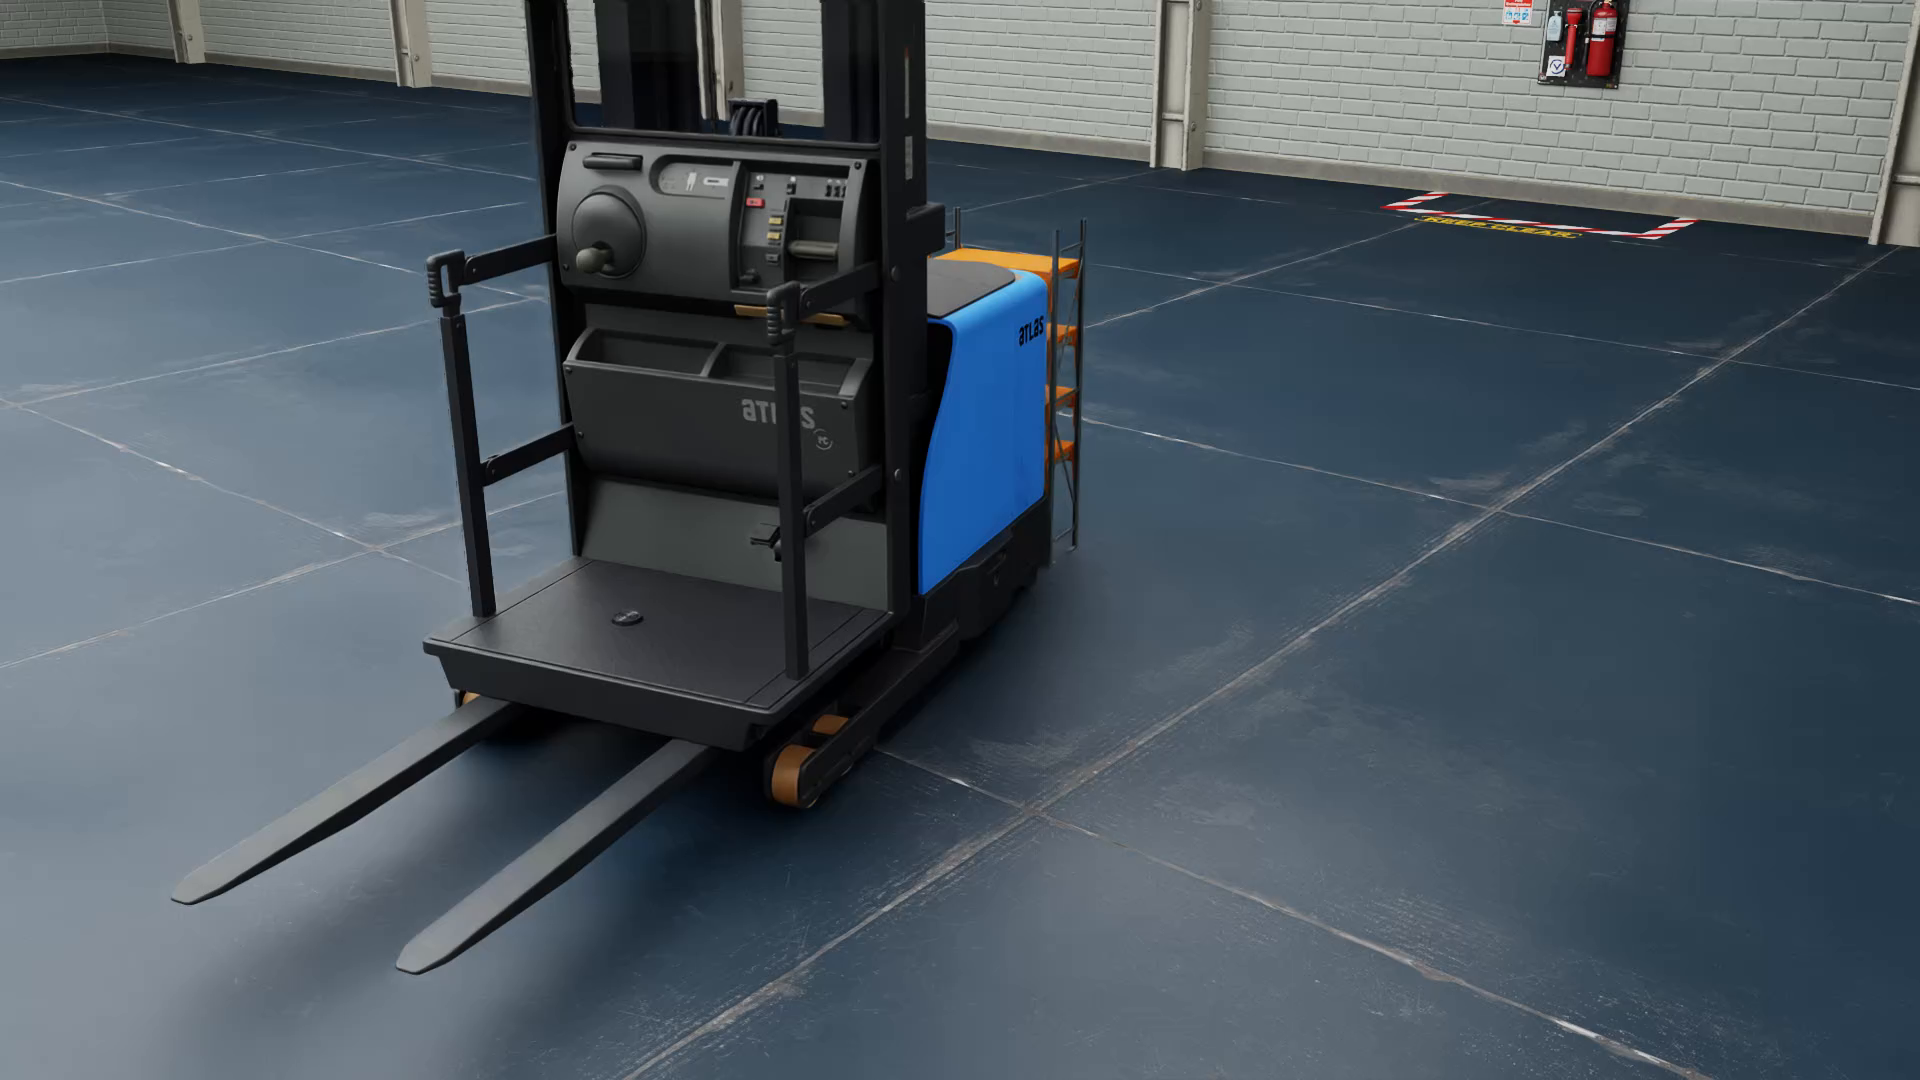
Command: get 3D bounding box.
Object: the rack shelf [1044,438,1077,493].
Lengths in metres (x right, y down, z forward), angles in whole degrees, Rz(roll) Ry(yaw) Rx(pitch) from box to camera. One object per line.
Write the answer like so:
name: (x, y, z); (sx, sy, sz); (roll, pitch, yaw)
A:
rack shelf: (0.154, -0.292, 5.995); (0.480, 0.148, 0.258); (11, 23, 26)

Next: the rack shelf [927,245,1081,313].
rack shelf: (0.154, -0.908, 5.762); (0.480, 0.148, 0.258); (11, 23, 26)

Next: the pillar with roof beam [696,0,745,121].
pillar with roof beam: (-5.385, -7.792, 14.076); (0.400, 9.000, 9.100); (16, 26, 36)

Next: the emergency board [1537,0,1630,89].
emergency board: (4.744, -4.046, 12.646); (0.643, 1.169, 0.194); (16, 26, 36)

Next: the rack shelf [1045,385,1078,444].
rack shelf: (0.154, -0.478, 5.925); (0.480, 0.148, 0.258); (11, 23, 26)

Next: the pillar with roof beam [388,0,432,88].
pillar with roof beam: (-10.033, -9.130, 17.626); (0.400, 9.000, 9.100); (16, 26, 36)

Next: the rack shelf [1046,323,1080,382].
rack shelf: (0.154, -0.687, 5.846); (0.480, 0.148, 0.258); (11, 23, 26)

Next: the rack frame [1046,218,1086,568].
rack frame: (0.369, -0.500, 5.793); (0.015, 1.200, 0.240); (11, 23, 26)

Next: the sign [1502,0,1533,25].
sign: (4.381, -4.214, 13.041); (0.234, 0.329, 0.001); (16, 26, 36)

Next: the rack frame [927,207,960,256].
rack frame: (-0.061, -0.581, 6.009); (0.015, 1.200, 0.240); (11, 23, 26)

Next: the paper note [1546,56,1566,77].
paper note: (4.650, -3.692, 12.956); (0.142, 0.148, 0.016); (16, 26, 36)

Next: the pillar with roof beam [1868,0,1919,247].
pillar with roof beam: (3.912, -5.114, 6.977); (0.400, 9.000, 9.100); (16, 26, 36)

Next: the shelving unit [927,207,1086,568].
shelving unit: (0.154, -0.540, 5.901); (0.503, 1.200, 0.258); (11, 23, 26)

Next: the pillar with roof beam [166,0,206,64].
pillar with roof beam: (-14.681, -10.469, 21.176); (0.400, 9.000, 9.100); (16, 26, 36)

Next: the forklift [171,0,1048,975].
forklift: (-0.758, -0.845, 4.255); (1.130, 2.935, 3.031); (9, 22, 22)

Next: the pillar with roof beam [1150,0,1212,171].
pillar with roof beam: (-0.736, -6.453, 10.527); (0.400, 9.000, 9.100); (16, 26, 36)
